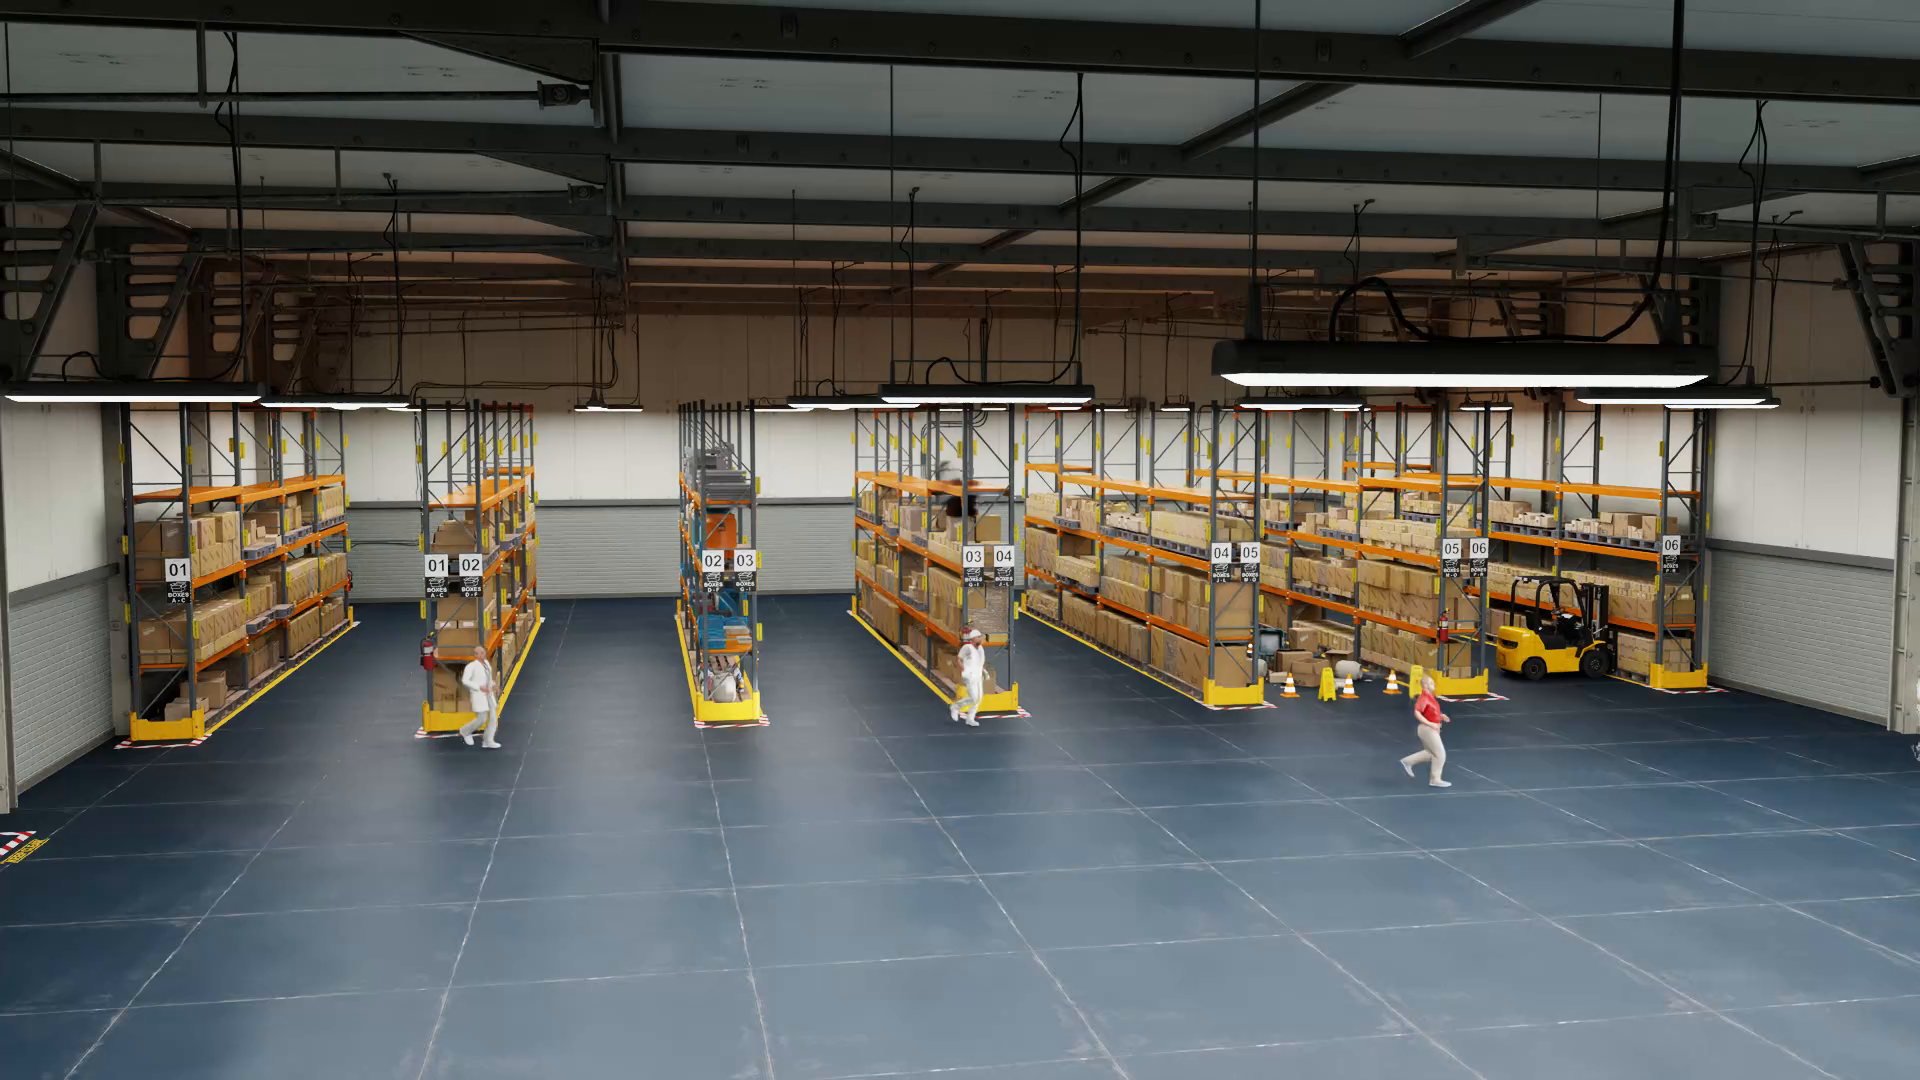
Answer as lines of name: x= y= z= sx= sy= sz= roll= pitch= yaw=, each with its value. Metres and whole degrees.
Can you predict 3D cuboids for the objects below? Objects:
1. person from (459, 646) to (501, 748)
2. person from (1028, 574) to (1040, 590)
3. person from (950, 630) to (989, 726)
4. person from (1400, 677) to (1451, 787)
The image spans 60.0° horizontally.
person: x=-8.230 y=2.695 z=28.527 sx=0.798 sy=1.752 sz=0.741 roll=2 pitch=5 yaw=23
person: x=2.263 y=1.155 z=50.029 sx=0.549 sy=1.588 sz=0.687 roll=0 pitch=4 yaw=-2
person: x=0.208 y=2.531 z=30.855 sx=0.591 sy=1.729 sz=0.713 roll=3 pitch=5 yaw=33
person: x=7.189 y=2.945 z=25.644 sx=0.775 sy=1.681 sz=0.672 roll=2 pitch=5 yaw=20
